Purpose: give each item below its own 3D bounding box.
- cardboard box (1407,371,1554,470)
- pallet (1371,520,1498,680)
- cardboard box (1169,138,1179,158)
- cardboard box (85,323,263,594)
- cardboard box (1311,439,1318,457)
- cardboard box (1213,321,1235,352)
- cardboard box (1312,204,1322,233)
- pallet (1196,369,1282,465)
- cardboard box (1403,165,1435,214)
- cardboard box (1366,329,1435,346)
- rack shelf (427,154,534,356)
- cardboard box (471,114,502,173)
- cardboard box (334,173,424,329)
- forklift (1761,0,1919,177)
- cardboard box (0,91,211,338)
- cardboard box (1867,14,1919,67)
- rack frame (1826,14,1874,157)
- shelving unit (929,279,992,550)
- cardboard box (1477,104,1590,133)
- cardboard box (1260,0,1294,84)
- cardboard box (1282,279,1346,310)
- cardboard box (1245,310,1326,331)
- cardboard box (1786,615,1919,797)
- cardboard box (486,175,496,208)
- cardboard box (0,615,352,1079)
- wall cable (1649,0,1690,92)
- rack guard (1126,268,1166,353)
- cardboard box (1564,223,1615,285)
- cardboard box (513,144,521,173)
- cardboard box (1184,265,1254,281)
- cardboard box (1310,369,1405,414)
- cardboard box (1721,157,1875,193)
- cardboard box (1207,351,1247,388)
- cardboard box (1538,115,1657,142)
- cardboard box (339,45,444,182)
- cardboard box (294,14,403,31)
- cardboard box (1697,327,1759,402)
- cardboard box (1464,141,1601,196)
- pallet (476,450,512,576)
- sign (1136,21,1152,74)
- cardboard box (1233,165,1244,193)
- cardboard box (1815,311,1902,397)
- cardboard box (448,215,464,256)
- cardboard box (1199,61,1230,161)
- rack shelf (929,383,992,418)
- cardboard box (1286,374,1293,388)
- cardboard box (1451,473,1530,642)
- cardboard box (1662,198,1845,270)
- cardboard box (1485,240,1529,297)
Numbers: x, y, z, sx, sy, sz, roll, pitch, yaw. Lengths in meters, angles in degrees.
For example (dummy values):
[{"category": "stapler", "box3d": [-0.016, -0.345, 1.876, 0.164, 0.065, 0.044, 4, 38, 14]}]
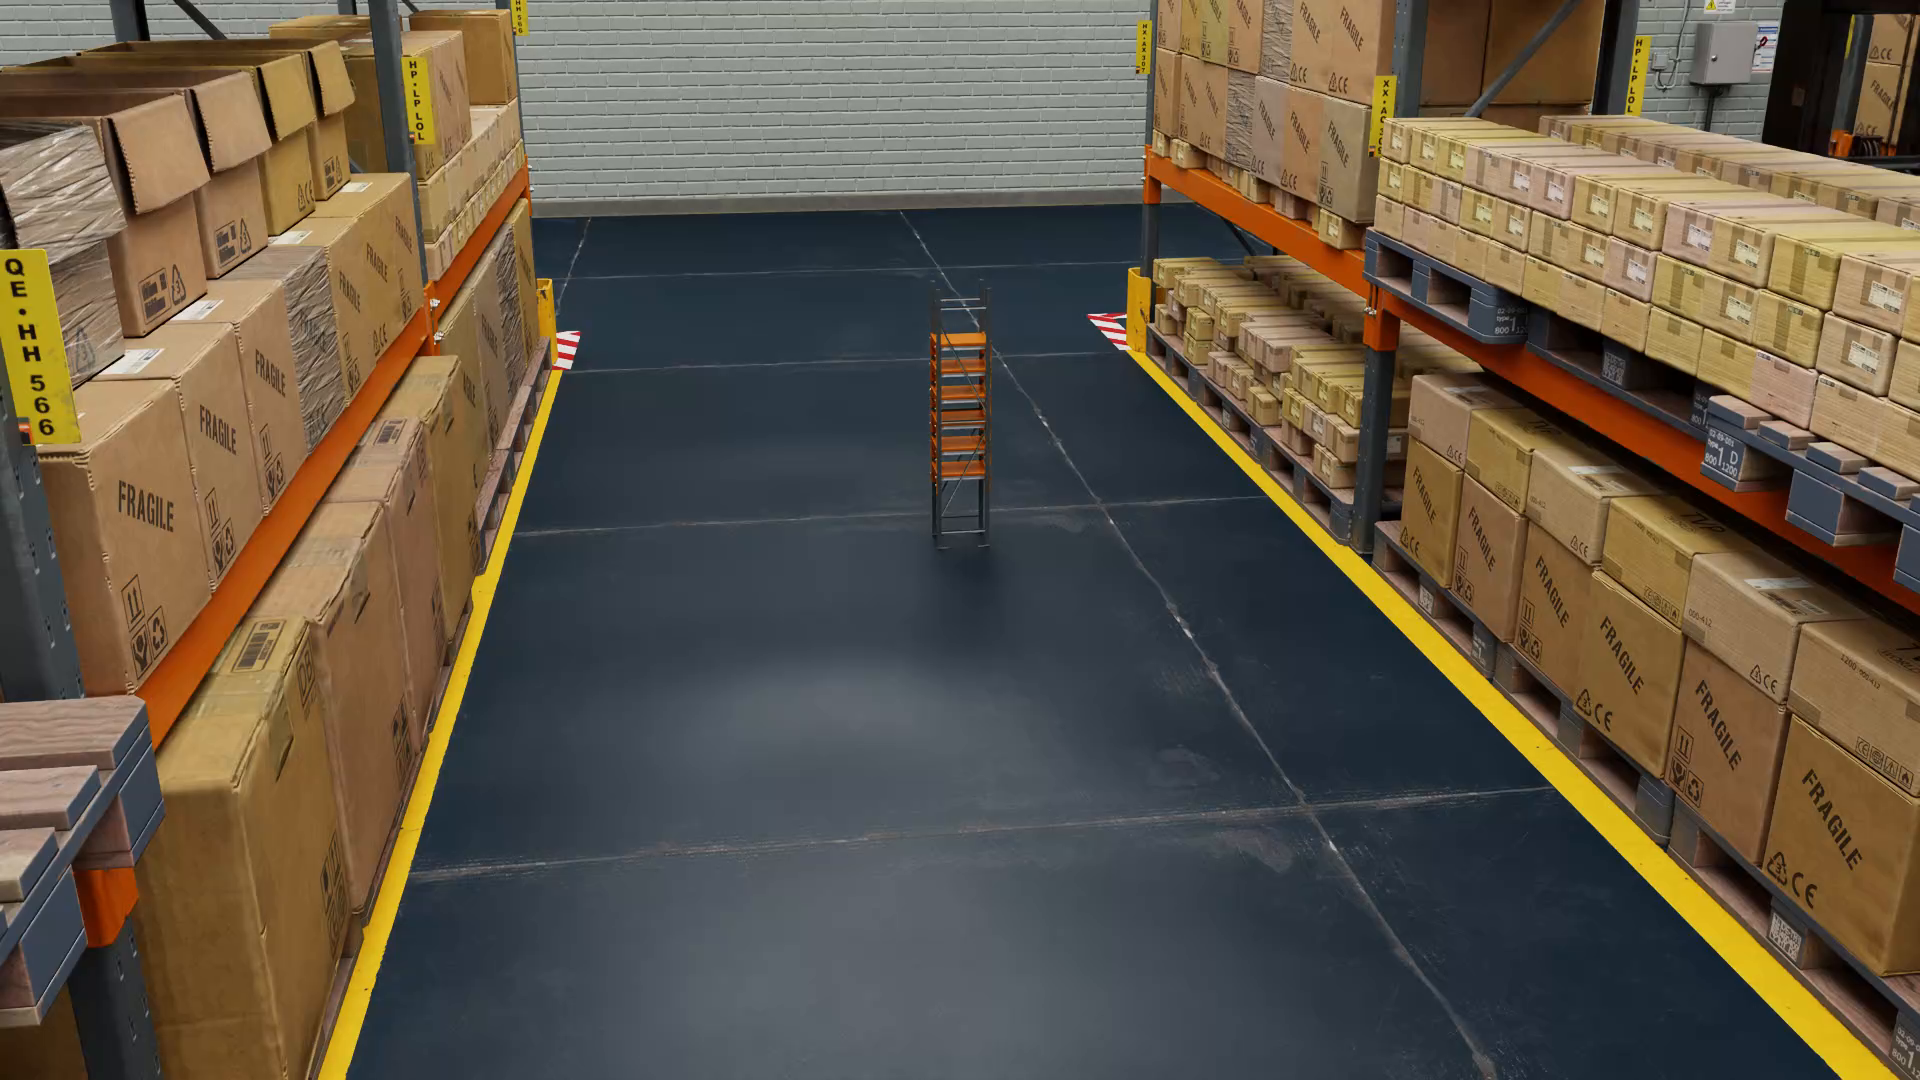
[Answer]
[{"category": "cardboard box", "box3d": [2.133, -0.485, 6.629, 0.500, 0.250, 0.500, -4, 21, -10]}, {"category": "pallet", "box3d": [2.402, 0.198, 6.883, 1.003, 0.211, 1.213, -3, 21, -8]}, {"category": "cardboard box", "box3d": [1.512, -2.430, 10.294, 0.380, 0.149, 0.250, -2, 21, -6]}, {"category": "cardboard box", "box3d": [-1.935, -0.185, 3.780, 0.500, 0.500, 0.500, -3, 21, -9]}, {"category": "cardboard box", "box3d": [1.940, -0.451, 8.112, 0.380, 0.149, 0.250, -2, 21, -6]}, {"category": "cardboard box", "box3d": [1.702, -1.209, 9.716, 0.380, 0.149, 0.250, -4, 21, -10]}, {"category": "cardboard box", "box3d": [1.891, -1.526, 7.874, 0.380, 0.149, 0.250, -2, 21, -6]}, {"category": "pallet", "box3d": [1.977, -0.725, 9.356, 1.003, 0.211, 1.213, -3, 21, -8]}, {"category": "cardboard box", "box3d": [1.929, -1.347, 6.368, 0.380, 0.149, 0.250, -3, 21, -9]}, {"category": "cardboard box", "box3d": [2.361, -1.012, 8.762, 0.380, 0.149, 0.250, -2, 21, -7]}, {"category": "rack shelf", "box3d": [-2.923, -1.518, 8.521, 1.077, 0.370, 4.000, -3, 21, -8]}, {"category": "cardboard box", "box3d": [-2.732, -2.110, 8.868, 0.500, 0.250, 0.500, -4, 21, -10]}, {"category": "cardboard box", "box3d": [-2.297, -1.061, 6.127, 0.500, 0.500, 0.500, -3, 21, -8]}, {"category": "forklift", "box3d": [4.541, -1.617, 7.856, 1.130, 2.935, 3.031, -2, 21, -6]}, {"category": "cardboard box", "box3d": [-2.238, -0.774, 3.924, 0.797, 0.503, 0.637, -2, 21, -6]}, {"category": "cardboard box", "box3d": [6.383, -3.382, 10.911, 0.500, 0.500, 0.500, -3, 21, -9]}, {"category": "rack frame", "box3d": [6.596, -3.047, 11.587, 1.000, 3.000, 0.127, -3, 21, -8]}, {"category": "shelving unit", "box3d": [0.002, -0.557, 7.493, 0.258, 1.200, 0.189, -3, 21, -8]}, {"category": "cardboard box", "box3d": [2.466, -1.748, 7.540, 0.500, 0.500, 0.500, -3, 21, -9]}, {"category": "cardboard box", "box3d": [1.813, -2.538, 8.227, 0.500, 0.500, 0.500, -2, 21, -6]}, {"category": "cardboard box", "box3d": [2.156, -1.466, 9.977, 0.380, 0.149, 0.250, -4, 21, -10]}, {"category": "cardboard box", "box3d": [1.791, -1.167, 9.177, 0.380, 0.149, 0.250, -3, 21, -8]}, {"category": "cardboard box", "box3d": [2.507, 0.407, 4.240, 0.500, 0.250, 0.500, -3, 21, -9]}, {"category": "cardboard box", "box3d": [-2.614, -1.793, 8.590, 0.380, 0.149, 0.250, -3, 21, -7]}, {"category": "cardboard box", "box3d": [-2.137, 0.781, 3.774, 1.225, 0.875, 0.875, -4, 21, -10]}, {"category": "wall cable", "box3d": [7.161, -5.550, 16.836, 0.588, 1.984, 0.122, -3, 21, -8]}, {"category": "rack guard", "box3d": [1.723, -1.565, 11.192, 1.175, 0.500, 0.348, -3, 21, -8]}, {"category": "cardboard box", "box3d": [2.117, -0.895, 5.158, 0.380, 0.149, 0.250, -3, 21, -9]}, {"category": "cardboard box", "box3d": [-2.795, -2.233, 9.766, 0.380, 0.149, 0.250, -3, 21, -7]}, {"category": "cardboard box", "box3d": [1.610, -1.614, 10.375, 0.380, 0.149, 0.250, -3, 21, -7]}, {"category": "cardboard box", "box3d": [1.903, -0.714, 7.964, 0.380, 0.149, 0.250, -3, 21, -7]}, {"category": "cardboard box", "box3d": [2.726, -1.155, 5.429, 0.380, 0.149, 0.250, -4, 21, -10]}, {"category": "cardboard box", "box3d": [1.641, -0.986, 9.542, 0.380, 0.149, 0.250, -4, 21, -10]}, {"category": "cardboard box", "box3d": [2.539, -1.606, 6.638, 0.380, 0.149, 0.250, -2, 21, -5]}, {"category": "cardboard box", "box3d": [-2.450, -1.761, 6.862, 0.500, 0.500, 0.500, -3, 21, -8]}, {"category": "cardboard box", "box3d": [-3.337, -2.615, 9.147, 0.500, 0.500, 0.500, -3, 21, -9]}, {"category": "cardboard box", "box3d": [2.235, -0.481, 4.475, 0.380, 0.149, 0.250, -3, 21, -8]}, {"category": "cardboard box", "box3d": [2.004, -1.304, 5.829, 0.380, 0.149, 0.250, -3, 21, -8]}, {"category": "pallet", "box3d": [-2.667, -0.123, 7.744, 1.003, 0.211, 1.213, -3, 21, -8]}, {"category": "sign", "box3d": [1.175, -3.140, 10.600, 0.100, 0.325, 0.005, -3, 21, -8]}, {"category": "cardboard box", "box3d": [1.709, -1.978, 9.085, 0.380, 0.149, 0.250, -2, 21, -6]}, {"category": "cardboard box", "box3d": [2.303, -0.451, 3.971, 0.380, 0.149, 0.250, -2, 21, -6]}, {"category": "cardboard box", "box3d": [-2.424, -1.346, 7.392, 0.380, 0.149, 0.250, -2, 21, -6]}, {"category": "cardboard box", "box3d": [1.664, -2.425, 9.353, 0.500, 0.500, 0.500, -3, 21, -7]}, {"category": "rack shelf", "box3d": [0.002, -0.628, 7.466, 0.258, 0.103, 0.180, -3, 21, -8]}, {"category": "cardboard box", "box3d": [1.882, -0.748, 8.480, 0.380, 0.149, 0.250, -3, 21, -7]}, {"category": "cardboard box", "box3d": [2.210, 0.049, 6.270, 0.500, 0.500, 0.500, -2, 21, -5]}, {"category": "cardboard box", "box3d": [2.198, -0.851, 4.615, 0.380, 0.149, 0.250, -3, 21, -8]}, {"category": "cardboard box", "box3d": [2.040, -0.939, 5.703, 0.380, 0.149, 0.250, -4, 21, -10]}]
